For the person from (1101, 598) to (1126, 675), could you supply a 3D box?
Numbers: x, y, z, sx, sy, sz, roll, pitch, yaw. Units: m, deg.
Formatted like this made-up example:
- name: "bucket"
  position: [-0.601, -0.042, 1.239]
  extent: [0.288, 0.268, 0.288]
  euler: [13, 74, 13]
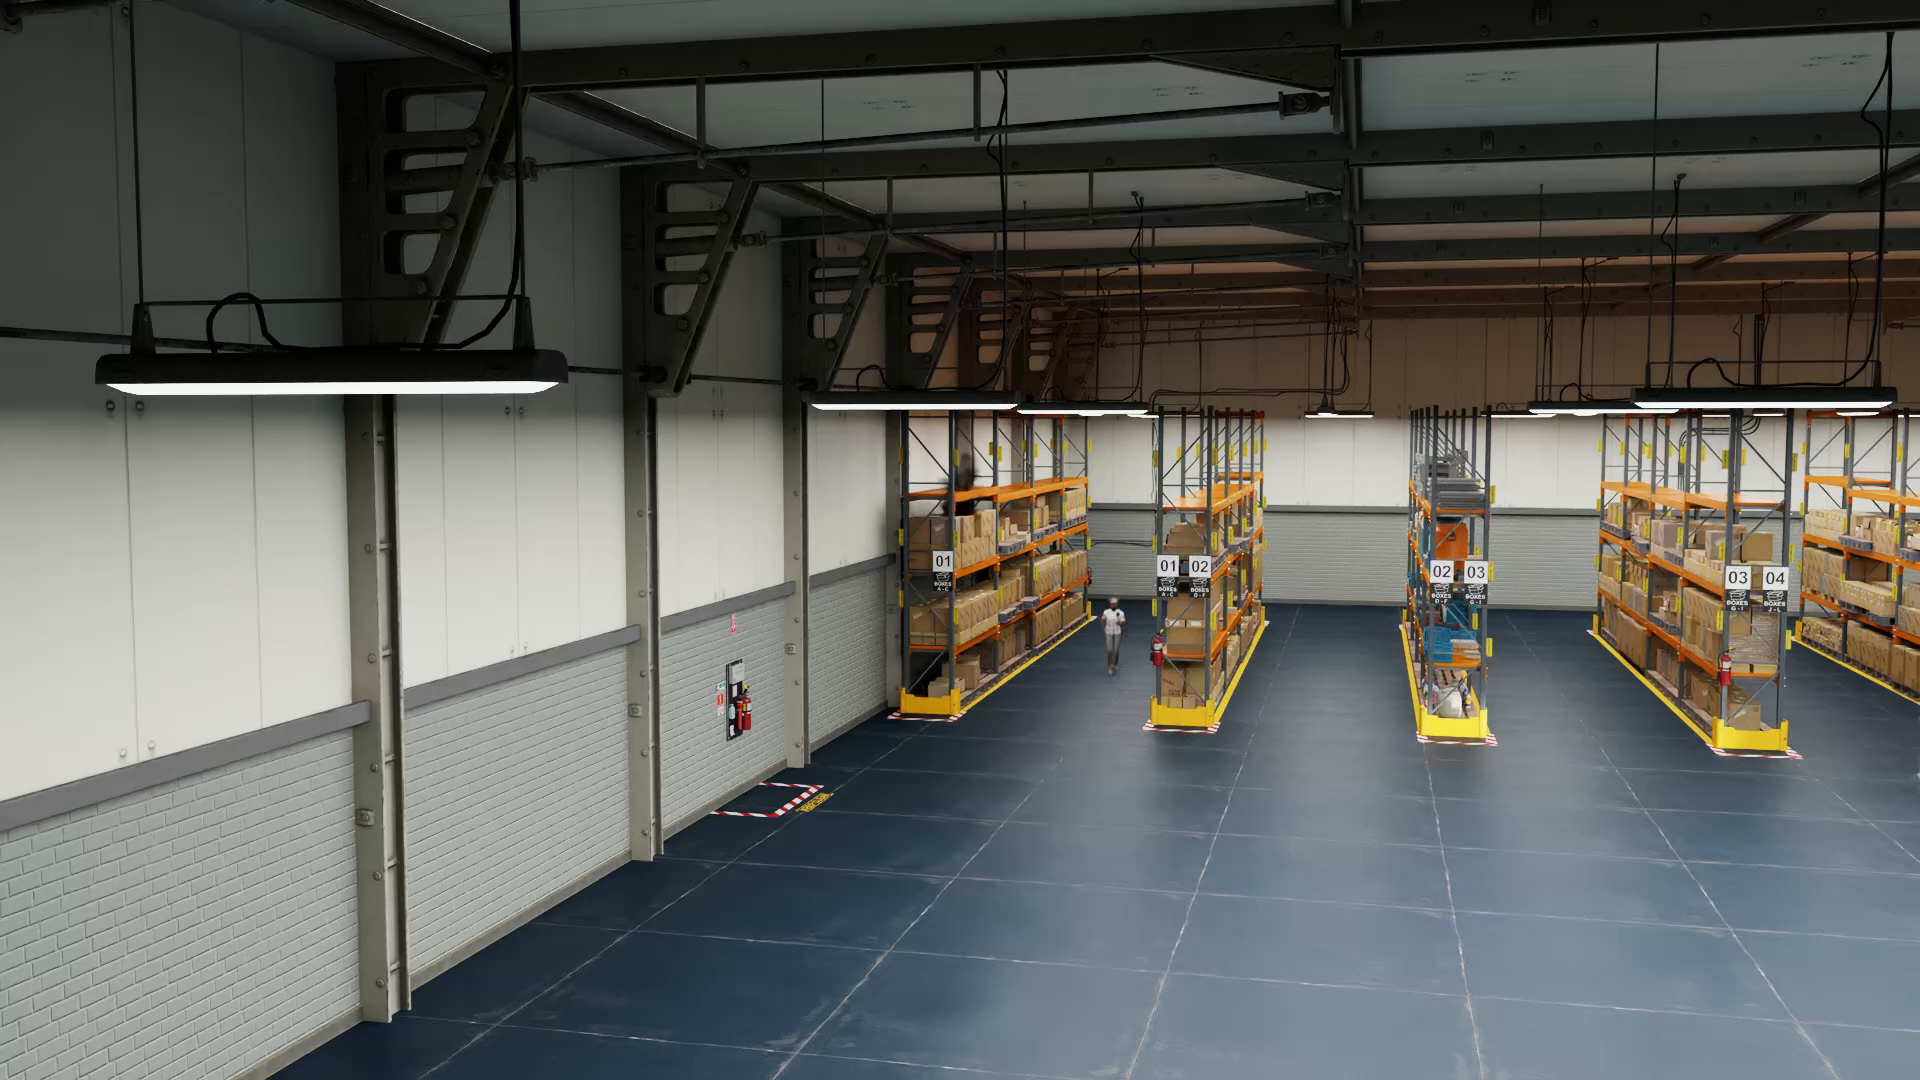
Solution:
- name: "person"
  position: [3.485, 2.171, 37.744]
  extent: [0.560, 1.753, 0.727]
  euler: [0, 4, 4]
